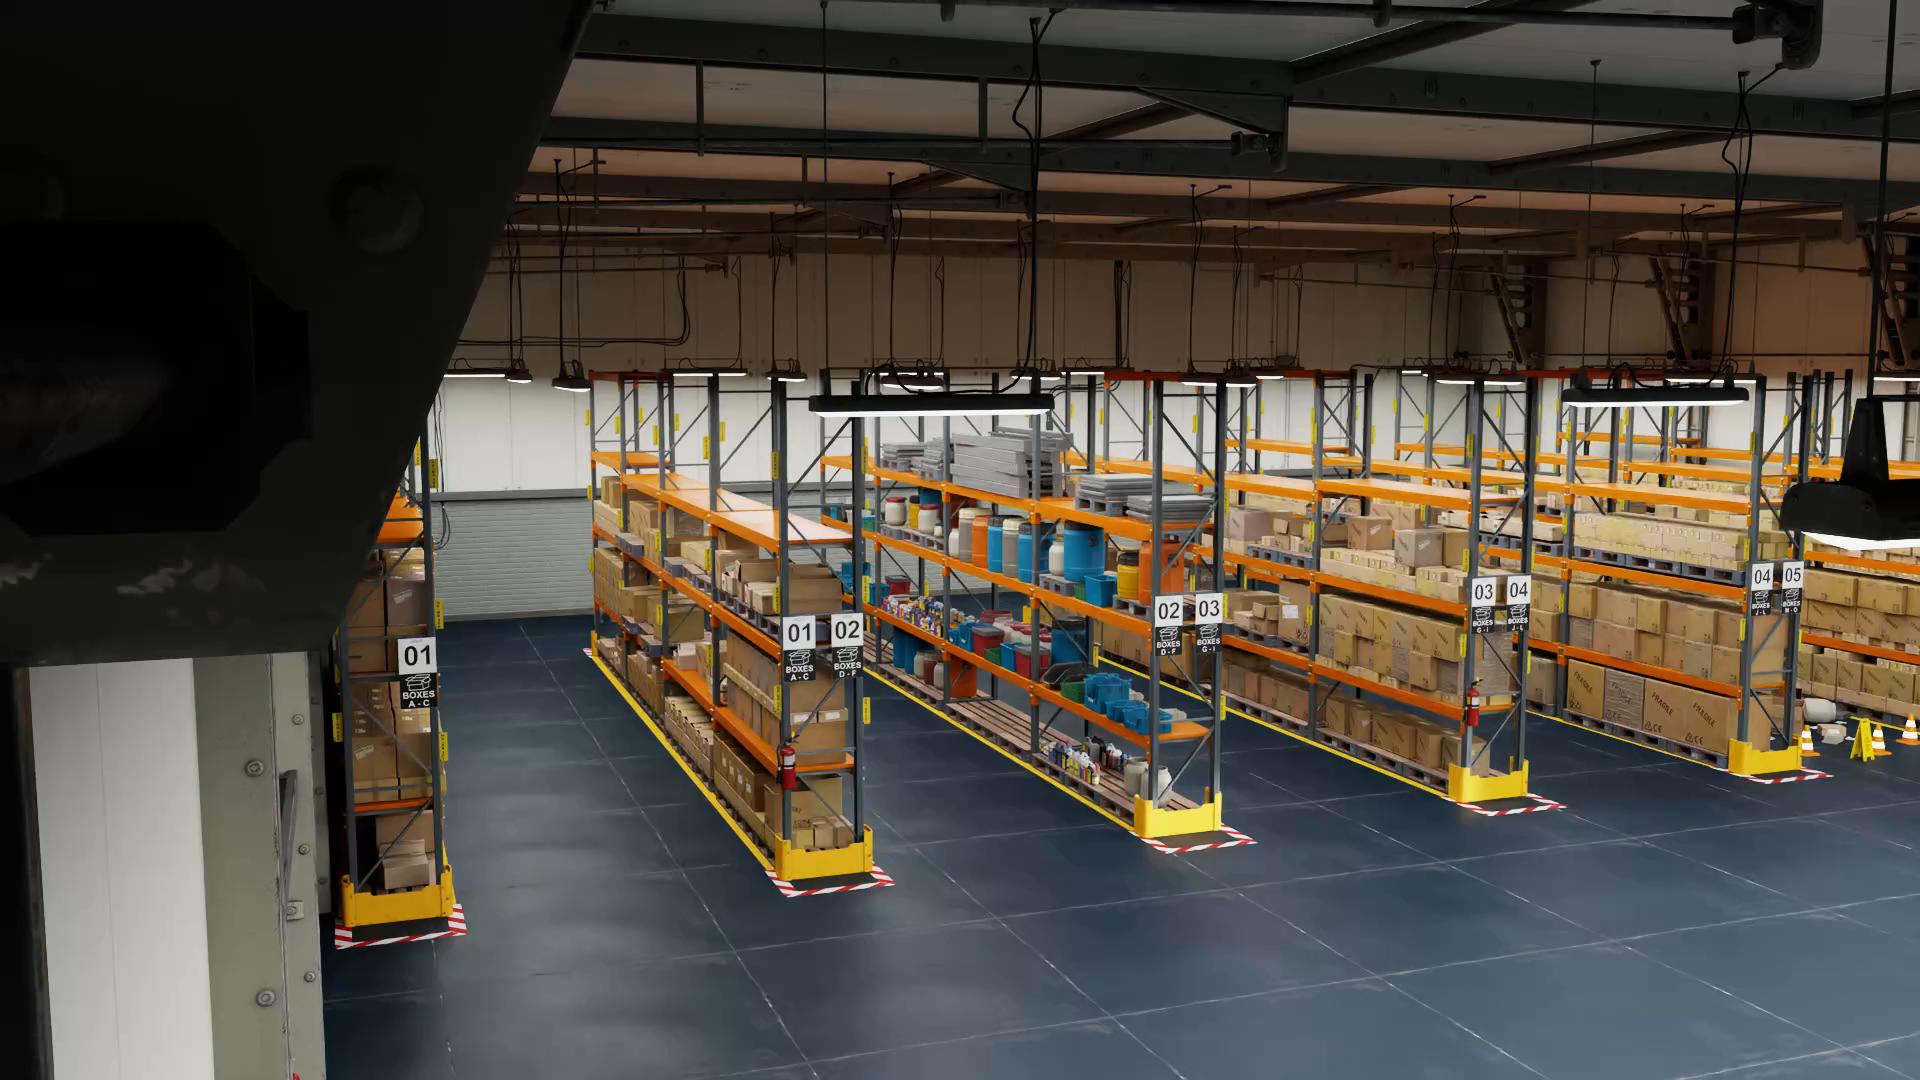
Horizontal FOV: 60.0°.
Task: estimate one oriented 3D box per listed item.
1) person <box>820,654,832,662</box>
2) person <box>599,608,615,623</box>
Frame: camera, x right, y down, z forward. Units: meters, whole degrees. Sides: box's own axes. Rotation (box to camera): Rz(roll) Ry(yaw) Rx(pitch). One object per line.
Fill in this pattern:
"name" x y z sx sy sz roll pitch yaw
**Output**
"person" -2.566 1.906 32.577 0.469 1.616 0.437 -1 6 -9
"person" -8.252 1.113 39.071 0.704 1.704 0.571 -2 7 -19
